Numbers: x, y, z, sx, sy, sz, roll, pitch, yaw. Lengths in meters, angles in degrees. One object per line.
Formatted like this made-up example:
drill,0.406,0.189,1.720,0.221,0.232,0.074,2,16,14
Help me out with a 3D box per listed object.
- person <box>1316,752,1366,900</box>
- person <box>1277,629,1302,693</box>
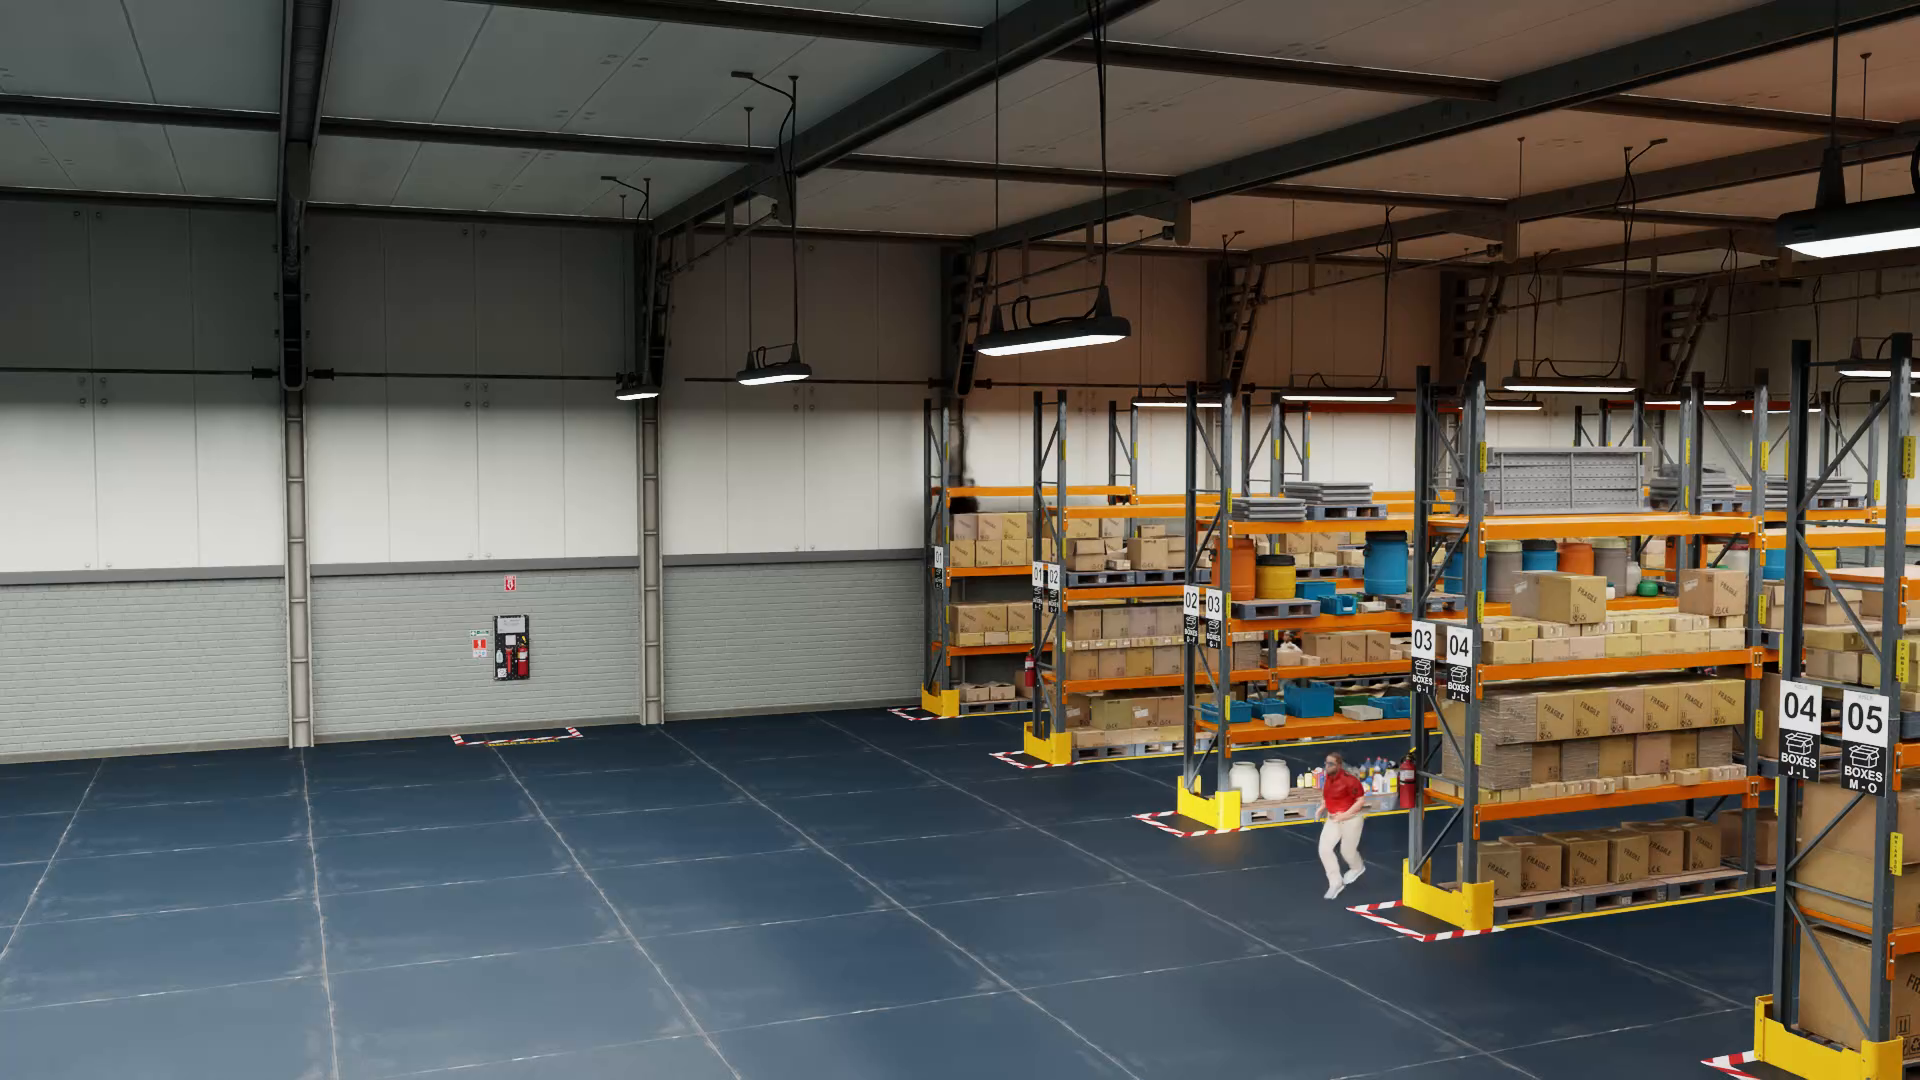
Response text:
person,4.452,3.240,19.038,0.834,1.706,0.665,-3,4,-41
person,6.215,2.484,31.432,0.723,1.654,0.625,-2,4,-30
